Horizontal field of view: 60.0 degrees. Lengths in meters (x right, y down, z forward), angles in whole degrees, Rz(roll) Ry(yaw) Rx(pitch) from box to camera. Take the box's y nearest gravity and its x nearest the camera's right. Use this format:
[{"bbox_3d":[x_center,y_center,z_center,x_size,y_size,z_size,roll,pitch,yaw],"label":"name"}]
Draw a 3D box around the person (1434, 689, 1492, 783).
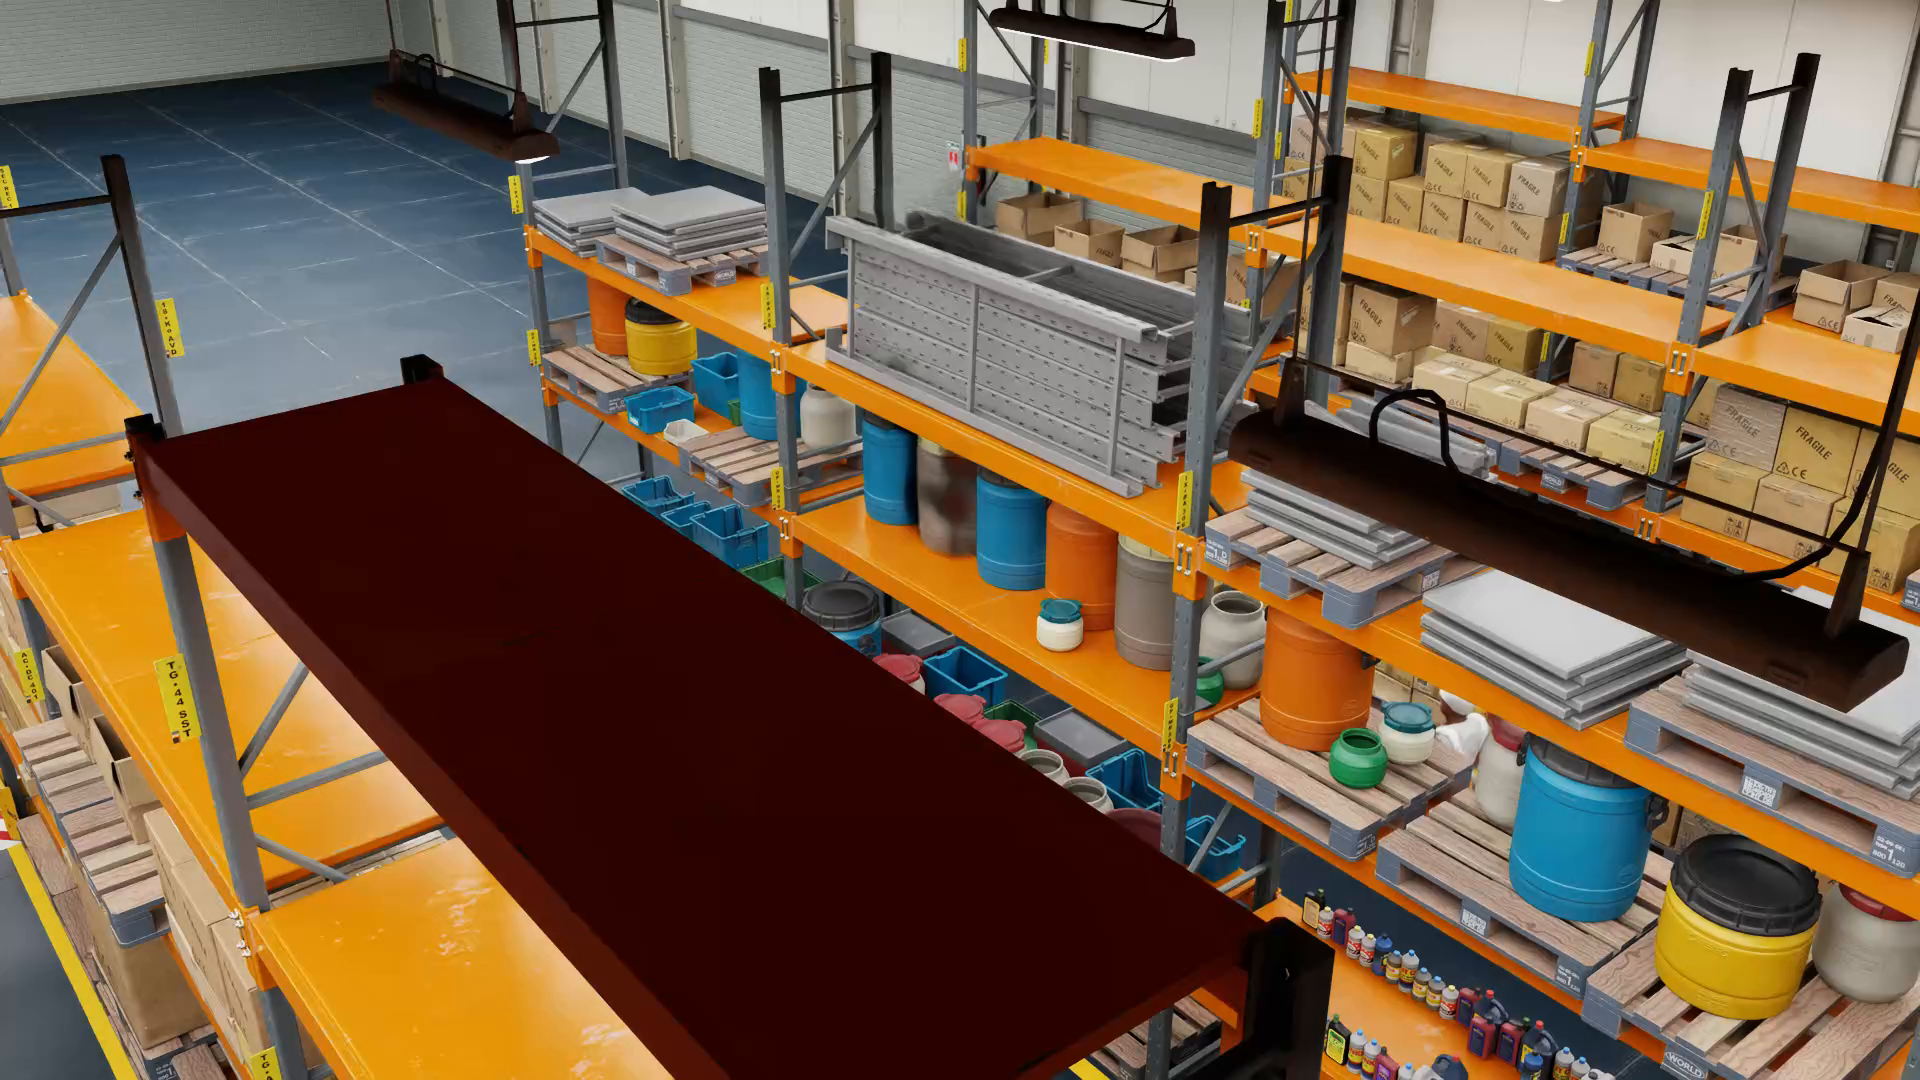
[{"bbox_3d":[3.489,1.804,11.911,0.683,1.751,0.667,-22,33,-37],"label":"person"}]
